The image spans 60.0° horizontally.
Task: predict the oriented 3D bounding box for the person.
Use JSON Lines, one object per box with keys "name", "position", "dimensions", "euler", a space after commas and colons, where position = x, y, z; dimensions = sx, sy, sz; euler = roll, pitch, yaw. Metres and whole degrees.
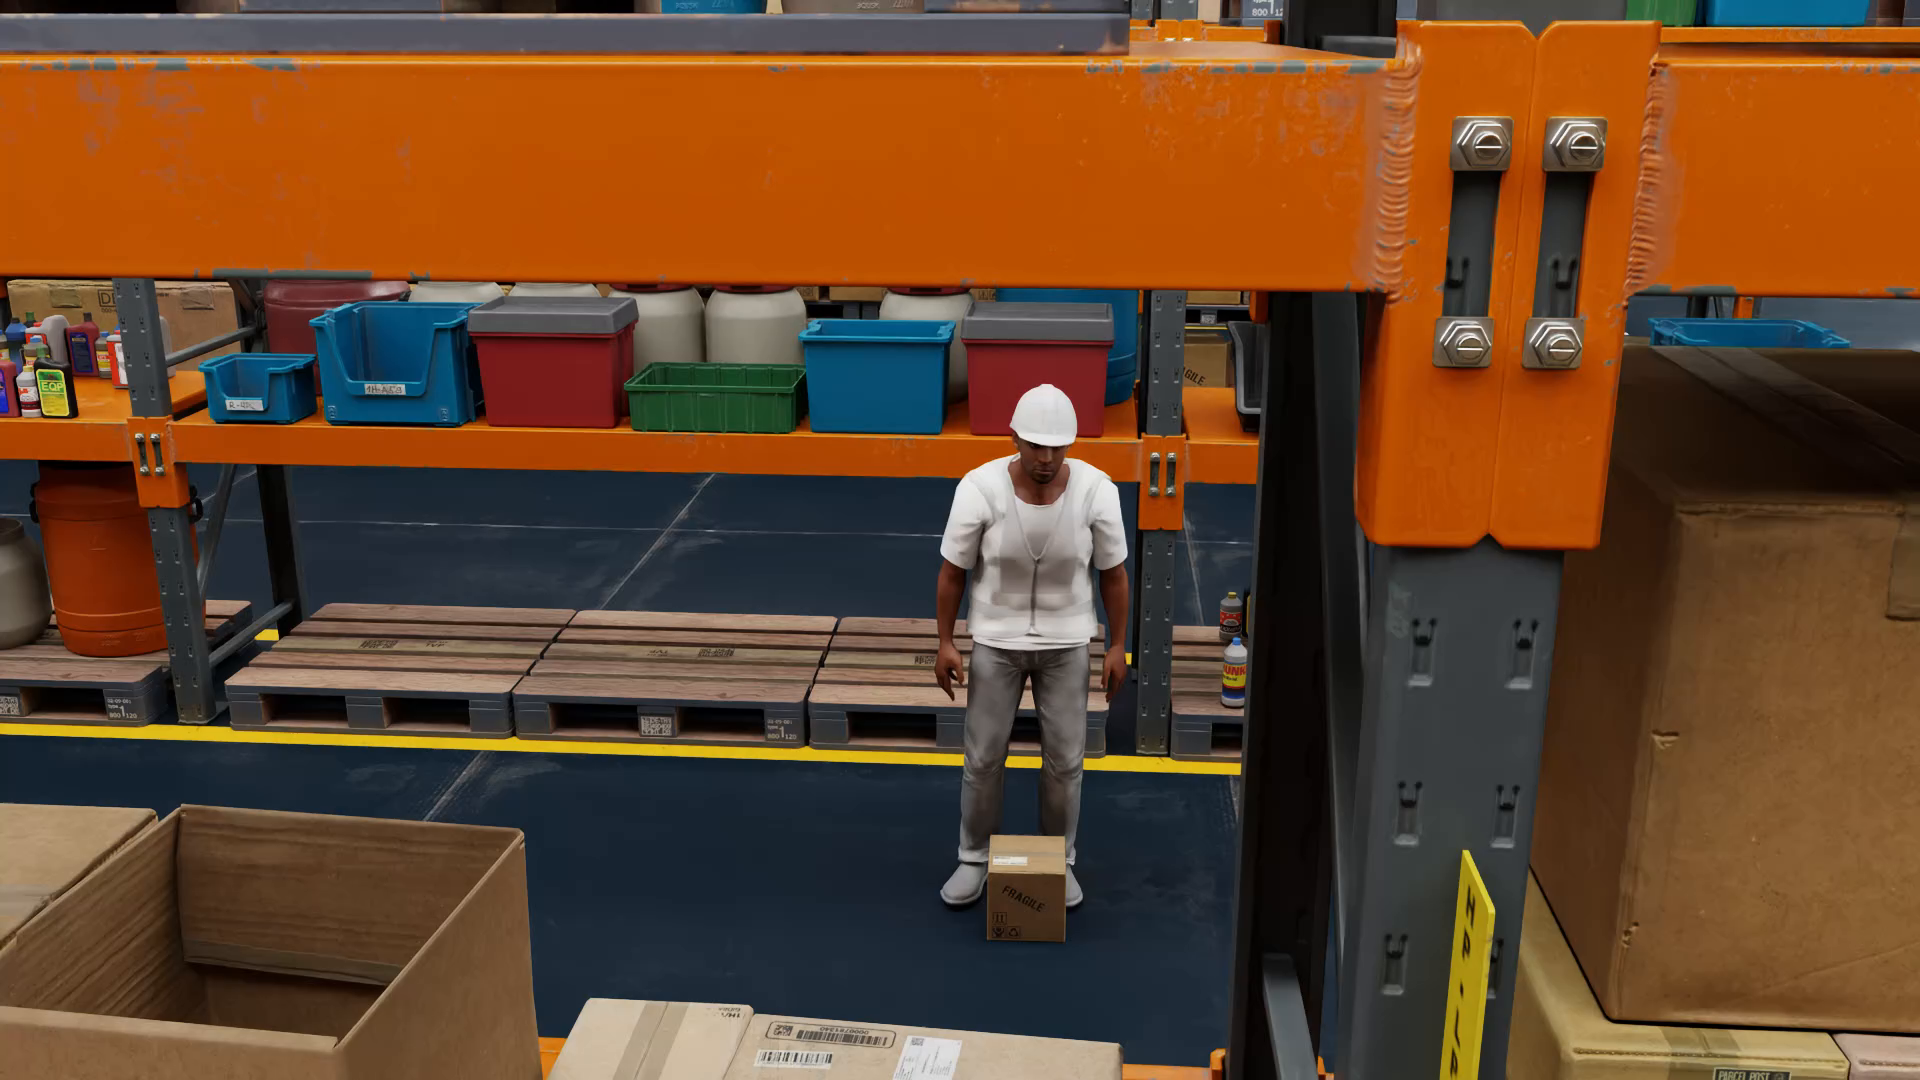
{"name": "person", "position": [0.234, 0.348, 5.410], "dimensions": [0.633, 1.759, 0.462], "euler": [0, 17, 1]}
